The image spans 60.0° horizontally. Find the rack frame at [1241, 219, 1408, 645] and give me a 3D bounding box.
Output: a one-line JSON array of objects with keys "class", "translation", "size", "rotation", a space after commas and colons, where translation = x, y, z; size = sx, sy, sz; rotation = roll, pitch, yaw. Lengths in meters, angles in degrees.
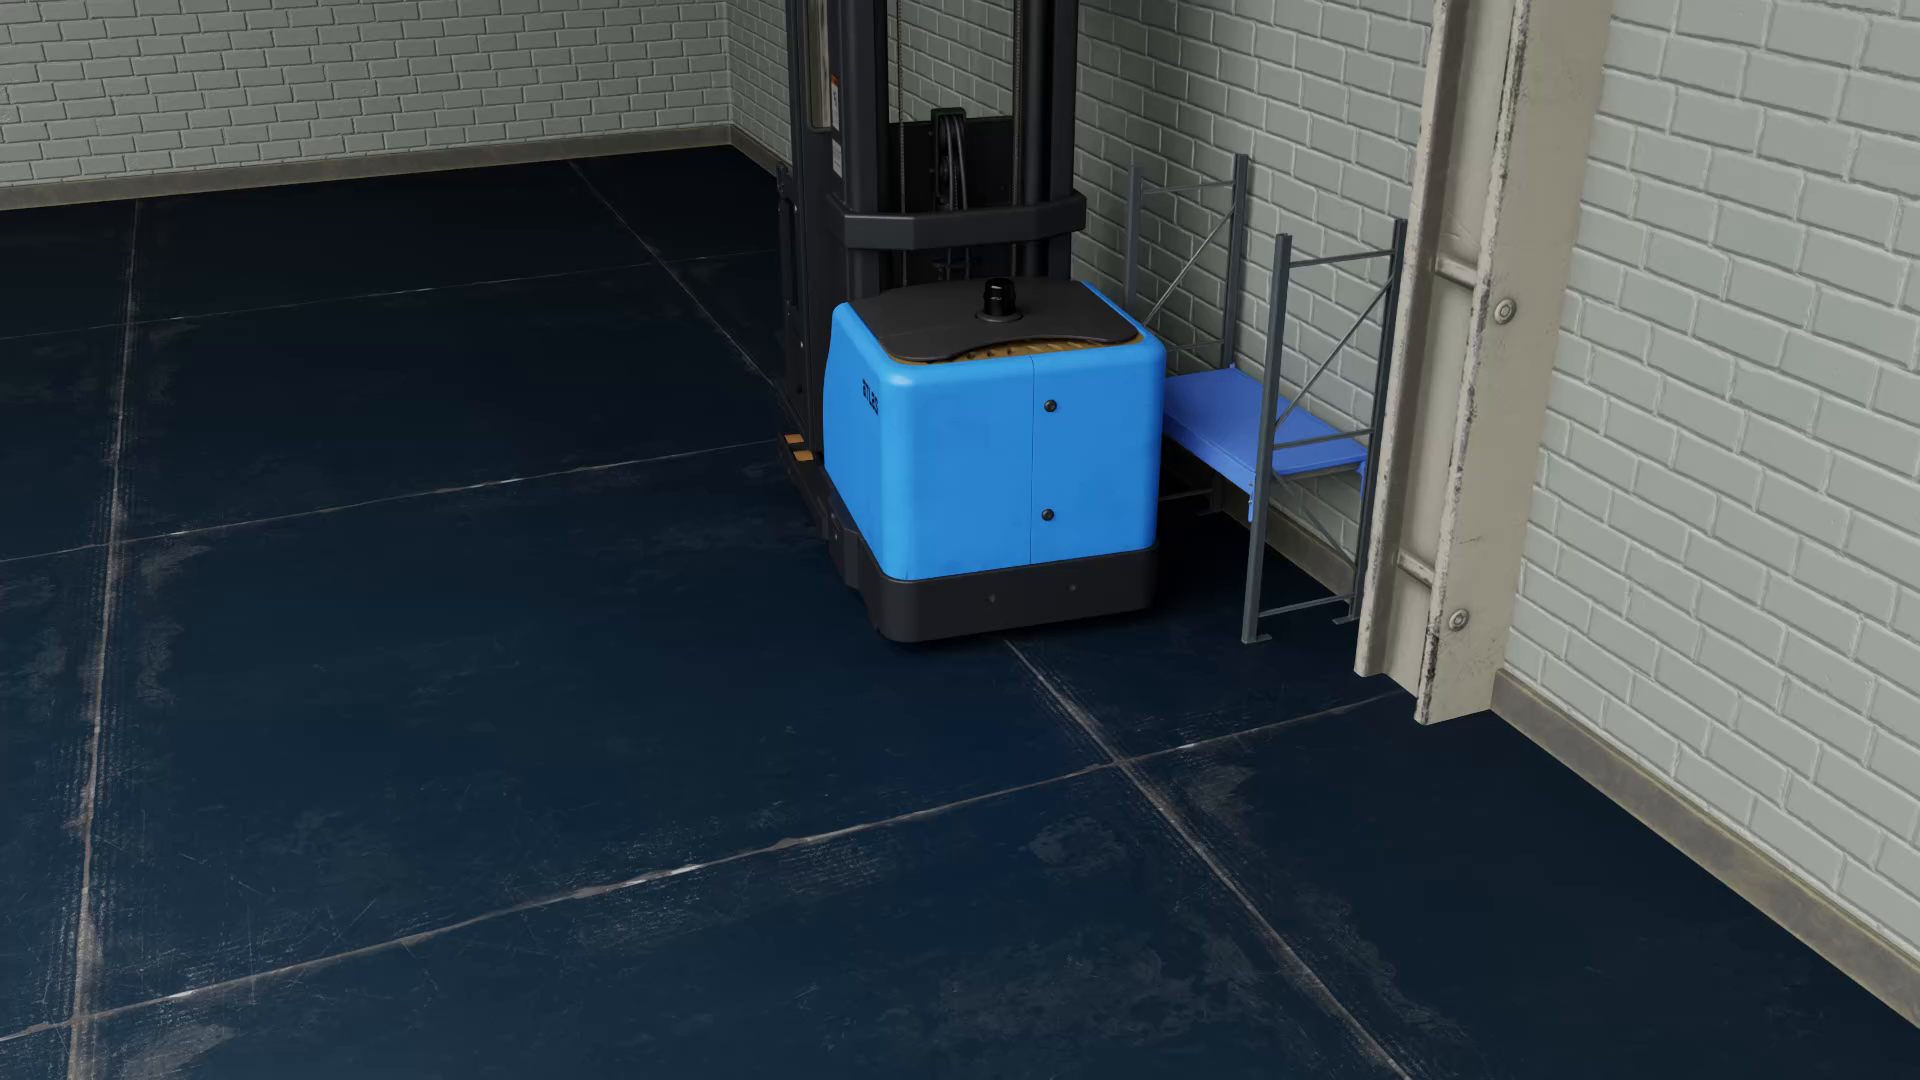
[{"class": "rack frame", "translation": [1.252, -0.345, 5.747], "size": [0.500, 1.500, 0.032], "rotation": [-10, 28, -20]}]

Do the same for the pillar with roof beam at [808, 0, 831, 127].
[{"class": "pillar with roof beam", "translation": [-4.717, -5.219, 7.183], "size": [9.100, 9.000, 0.400], "rotation": [-11, 28, -21]}]

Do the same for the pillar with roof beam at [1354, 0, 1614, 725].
[{"class": "pillar with roof beam", "translation": [-2.367, -2.797, 2.222], "size": [9.100, 9.000, 0.400], "rotation": [-11, 28, -21]}]

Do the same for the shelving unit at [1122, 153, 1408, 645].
[{"class": "shelving unit", "translation": [1.057, -0.551, 6.169], "size": [0.538, 1.500, 1.048], "rotation": [-10, 28, -20]}]

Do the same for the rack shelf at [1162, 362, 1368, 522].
[{"class": "rack shelf", "translation": [1.057, -0.389, 6.248], "size": [0.538, 0.185, 1.000], "rotation": [-10, 28, -20]}]

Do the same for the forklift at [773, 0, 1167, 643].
[{"class": "forklift", "translation": [-0.179, -1.582, 6.649], "size": [1.130, 2.935, 3.031], "rotation": [-7, 27, -15]}]

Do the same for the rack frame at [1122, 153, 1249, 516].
[{"class": "rack frame", "translation": [0.863, -0.757, 6.591], "size": [0.500, 1.500, 0.032], "rotation": [-10, 28, -20]}]
